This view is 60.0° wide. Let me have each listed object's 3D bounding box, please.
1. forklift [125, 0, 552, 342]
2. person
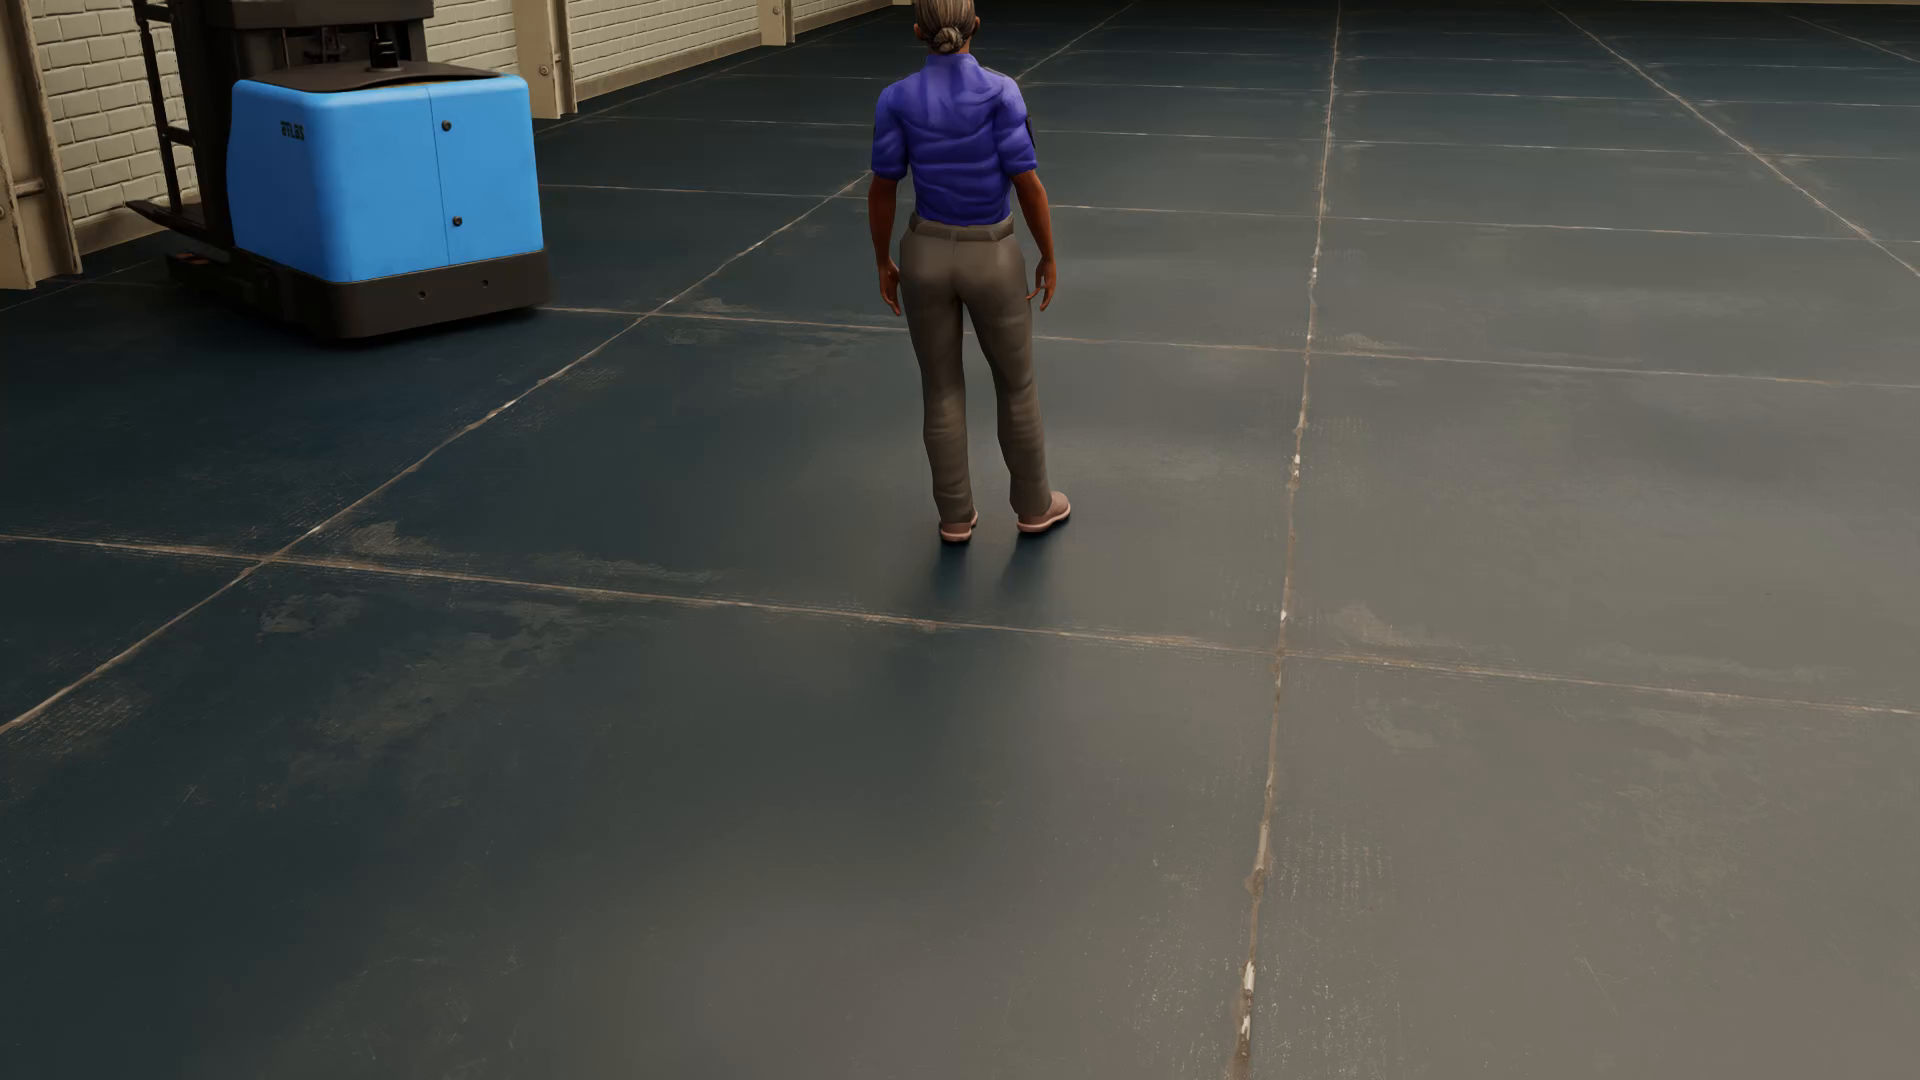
[{"bbox_3d":[-3.272,-2.675,7.826,1.130,2.935,3.031,-20,30,-40],"label":"forklift"},{"bbox_3d":[0.038,-0.804,4.909,0.570,1.656,0.503,5,23,11],"label":"person"}]
